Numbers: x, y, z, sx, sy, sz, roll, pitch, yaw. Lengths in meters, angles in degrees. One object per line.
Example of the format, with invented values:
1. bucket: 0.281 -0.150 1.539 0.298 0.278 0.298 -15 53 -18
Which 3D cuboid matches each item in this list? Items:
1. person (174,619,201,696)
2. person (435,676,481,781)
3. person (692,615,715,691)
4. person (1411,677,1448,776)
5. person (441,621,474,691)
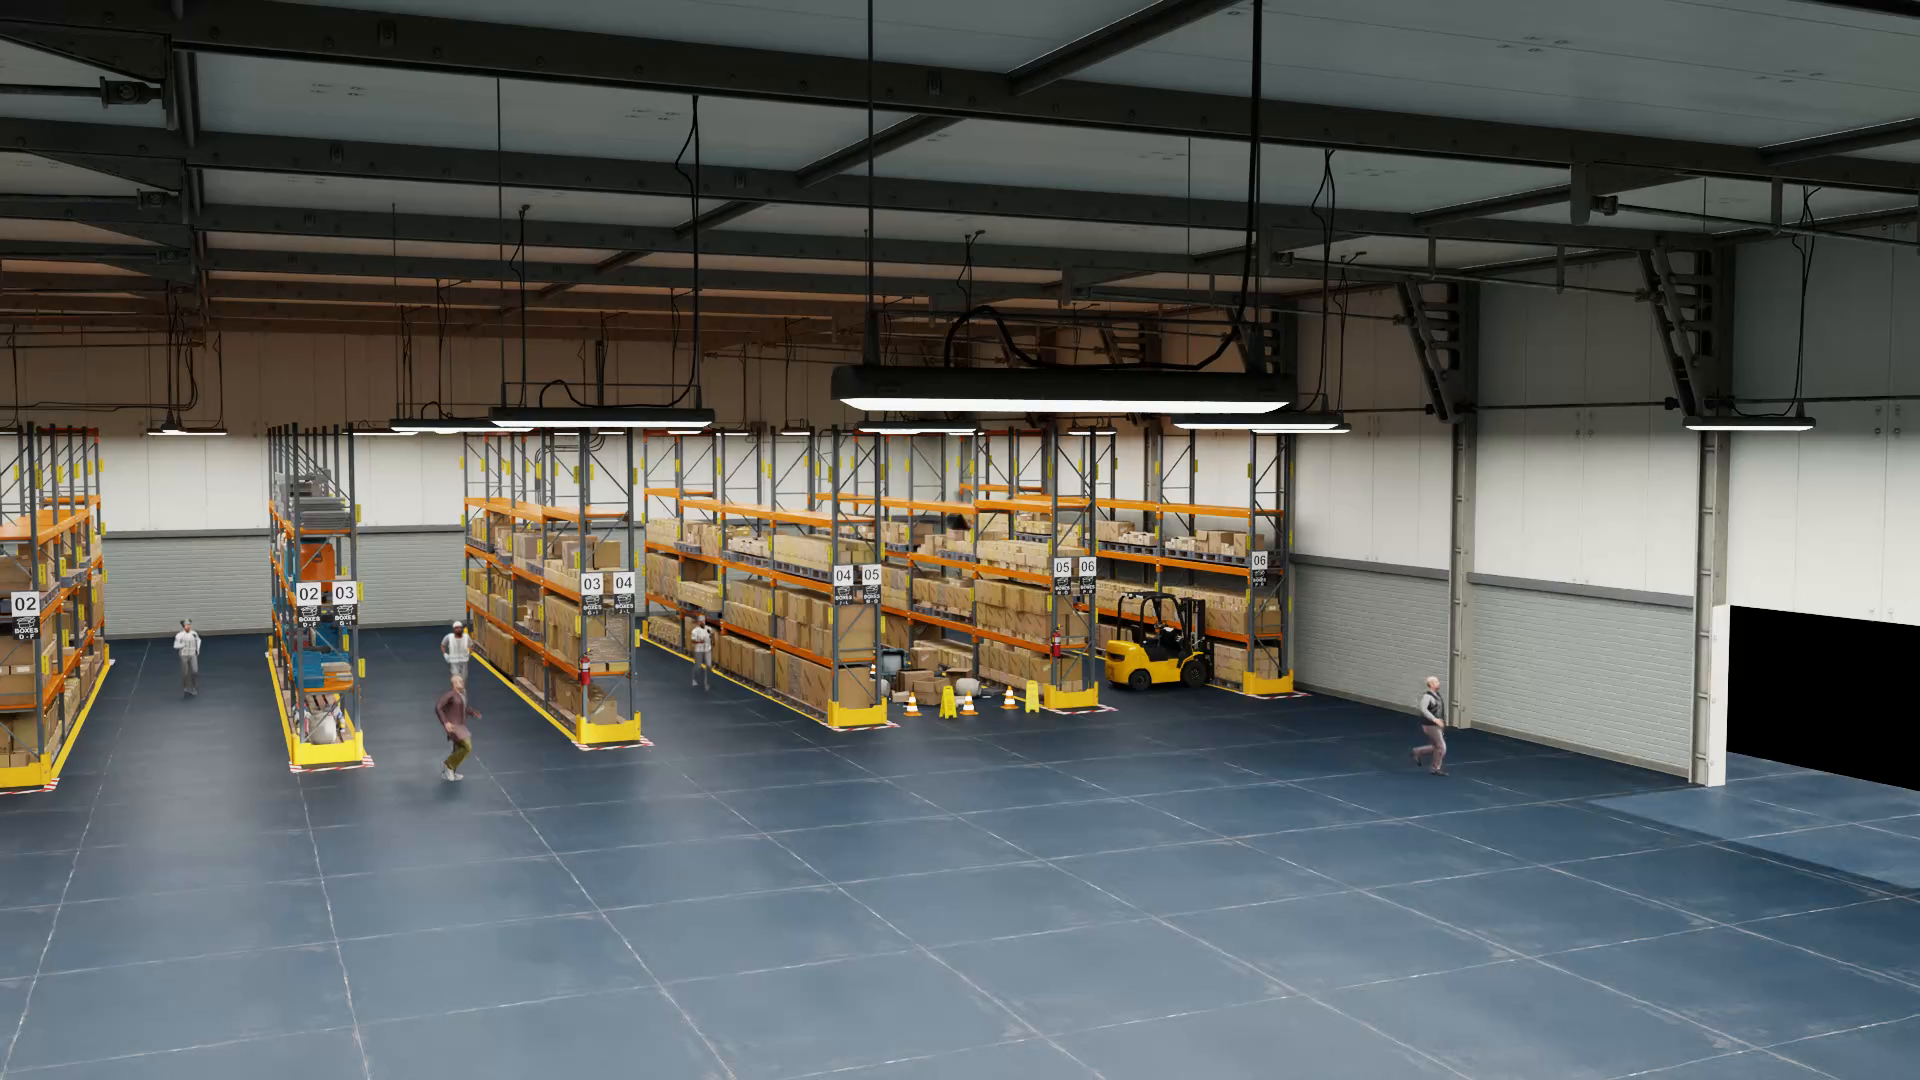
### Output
1. person: -17.189 2.616 37.062 0.592 1.734 0.684 -2 4 -35
2. person: -8.377 3.142 27.840 0.666 1.751 0.716 0 3 4
3. person: -5.867 2.564 37.974 0.584 1.738 0.881 -1 4 -21
4. person: 7.978 3.151 28.267 0.654 1.676 0.681 2 4 30
5. person: -10.819 2.633 35.858 0.671 1.769 0.869 -2 4 -26
